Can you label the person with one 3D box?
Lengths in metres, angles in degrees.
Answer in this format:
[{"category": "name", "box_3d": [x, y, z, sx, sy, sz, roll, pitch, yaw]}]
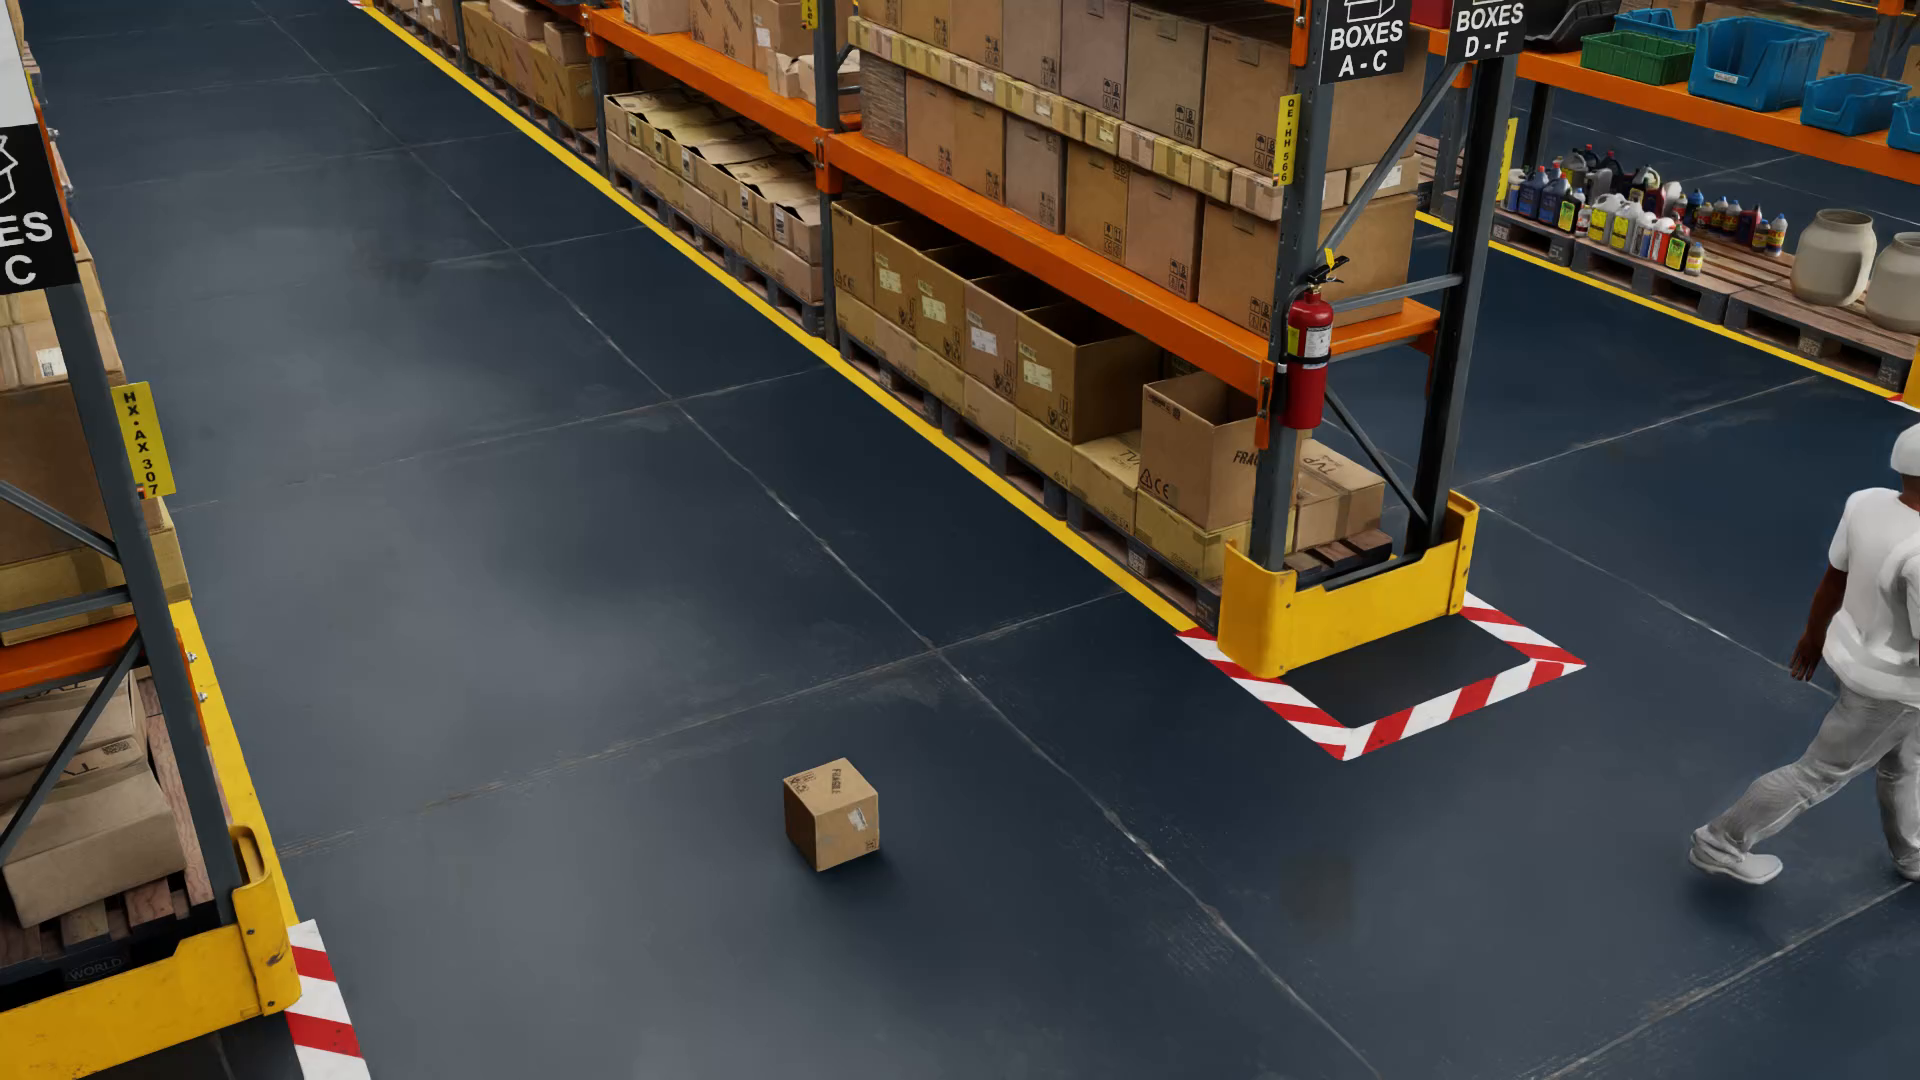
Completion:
[{"category": "person", "box_3d": [3.026, 0.424, 5.333, 1.032, 1.722, 0.601, 4, 29, 7]}]
